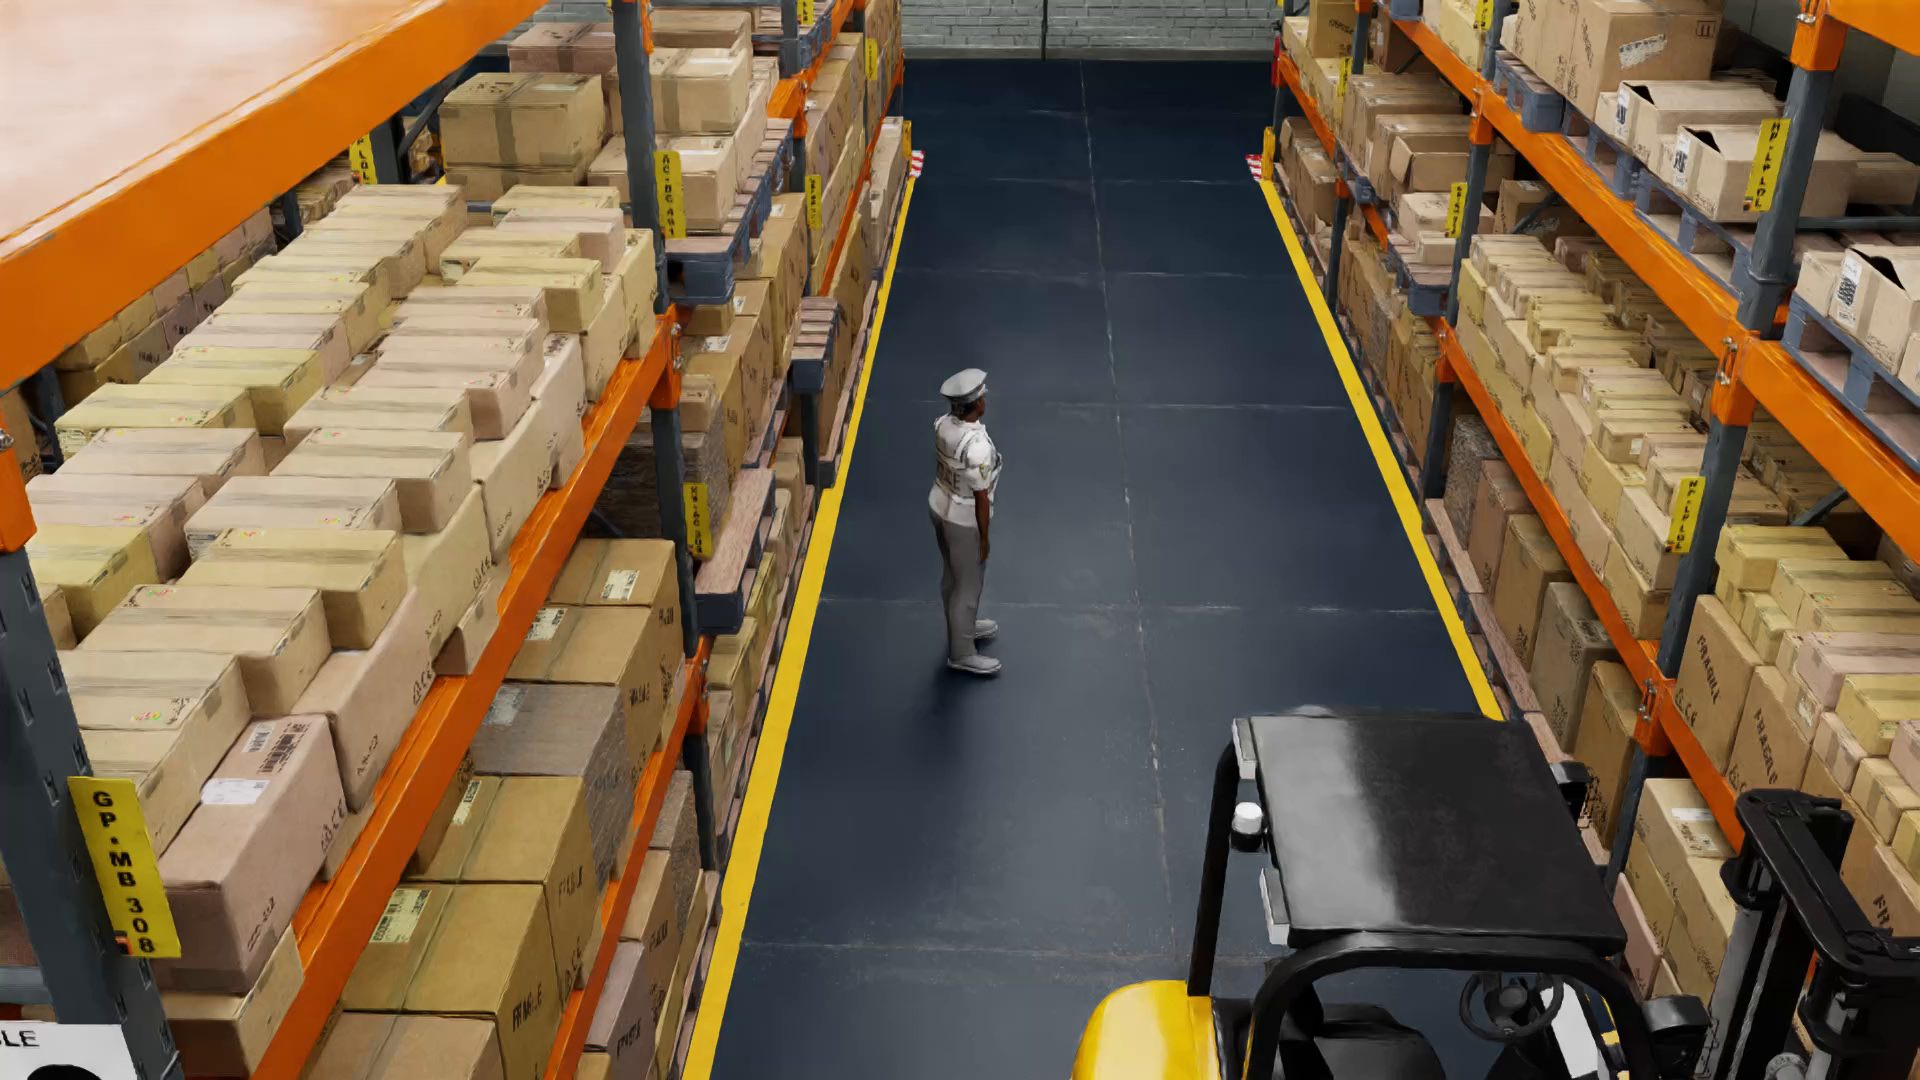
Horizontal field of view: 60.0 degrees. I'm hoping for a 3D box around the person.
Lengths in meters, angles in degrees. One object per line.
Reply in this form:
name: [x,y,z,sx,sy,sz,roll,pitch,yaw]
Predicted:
person: [0.069,-0.114,8.986,0.430,1.685,0.519,-13,31,-23]
